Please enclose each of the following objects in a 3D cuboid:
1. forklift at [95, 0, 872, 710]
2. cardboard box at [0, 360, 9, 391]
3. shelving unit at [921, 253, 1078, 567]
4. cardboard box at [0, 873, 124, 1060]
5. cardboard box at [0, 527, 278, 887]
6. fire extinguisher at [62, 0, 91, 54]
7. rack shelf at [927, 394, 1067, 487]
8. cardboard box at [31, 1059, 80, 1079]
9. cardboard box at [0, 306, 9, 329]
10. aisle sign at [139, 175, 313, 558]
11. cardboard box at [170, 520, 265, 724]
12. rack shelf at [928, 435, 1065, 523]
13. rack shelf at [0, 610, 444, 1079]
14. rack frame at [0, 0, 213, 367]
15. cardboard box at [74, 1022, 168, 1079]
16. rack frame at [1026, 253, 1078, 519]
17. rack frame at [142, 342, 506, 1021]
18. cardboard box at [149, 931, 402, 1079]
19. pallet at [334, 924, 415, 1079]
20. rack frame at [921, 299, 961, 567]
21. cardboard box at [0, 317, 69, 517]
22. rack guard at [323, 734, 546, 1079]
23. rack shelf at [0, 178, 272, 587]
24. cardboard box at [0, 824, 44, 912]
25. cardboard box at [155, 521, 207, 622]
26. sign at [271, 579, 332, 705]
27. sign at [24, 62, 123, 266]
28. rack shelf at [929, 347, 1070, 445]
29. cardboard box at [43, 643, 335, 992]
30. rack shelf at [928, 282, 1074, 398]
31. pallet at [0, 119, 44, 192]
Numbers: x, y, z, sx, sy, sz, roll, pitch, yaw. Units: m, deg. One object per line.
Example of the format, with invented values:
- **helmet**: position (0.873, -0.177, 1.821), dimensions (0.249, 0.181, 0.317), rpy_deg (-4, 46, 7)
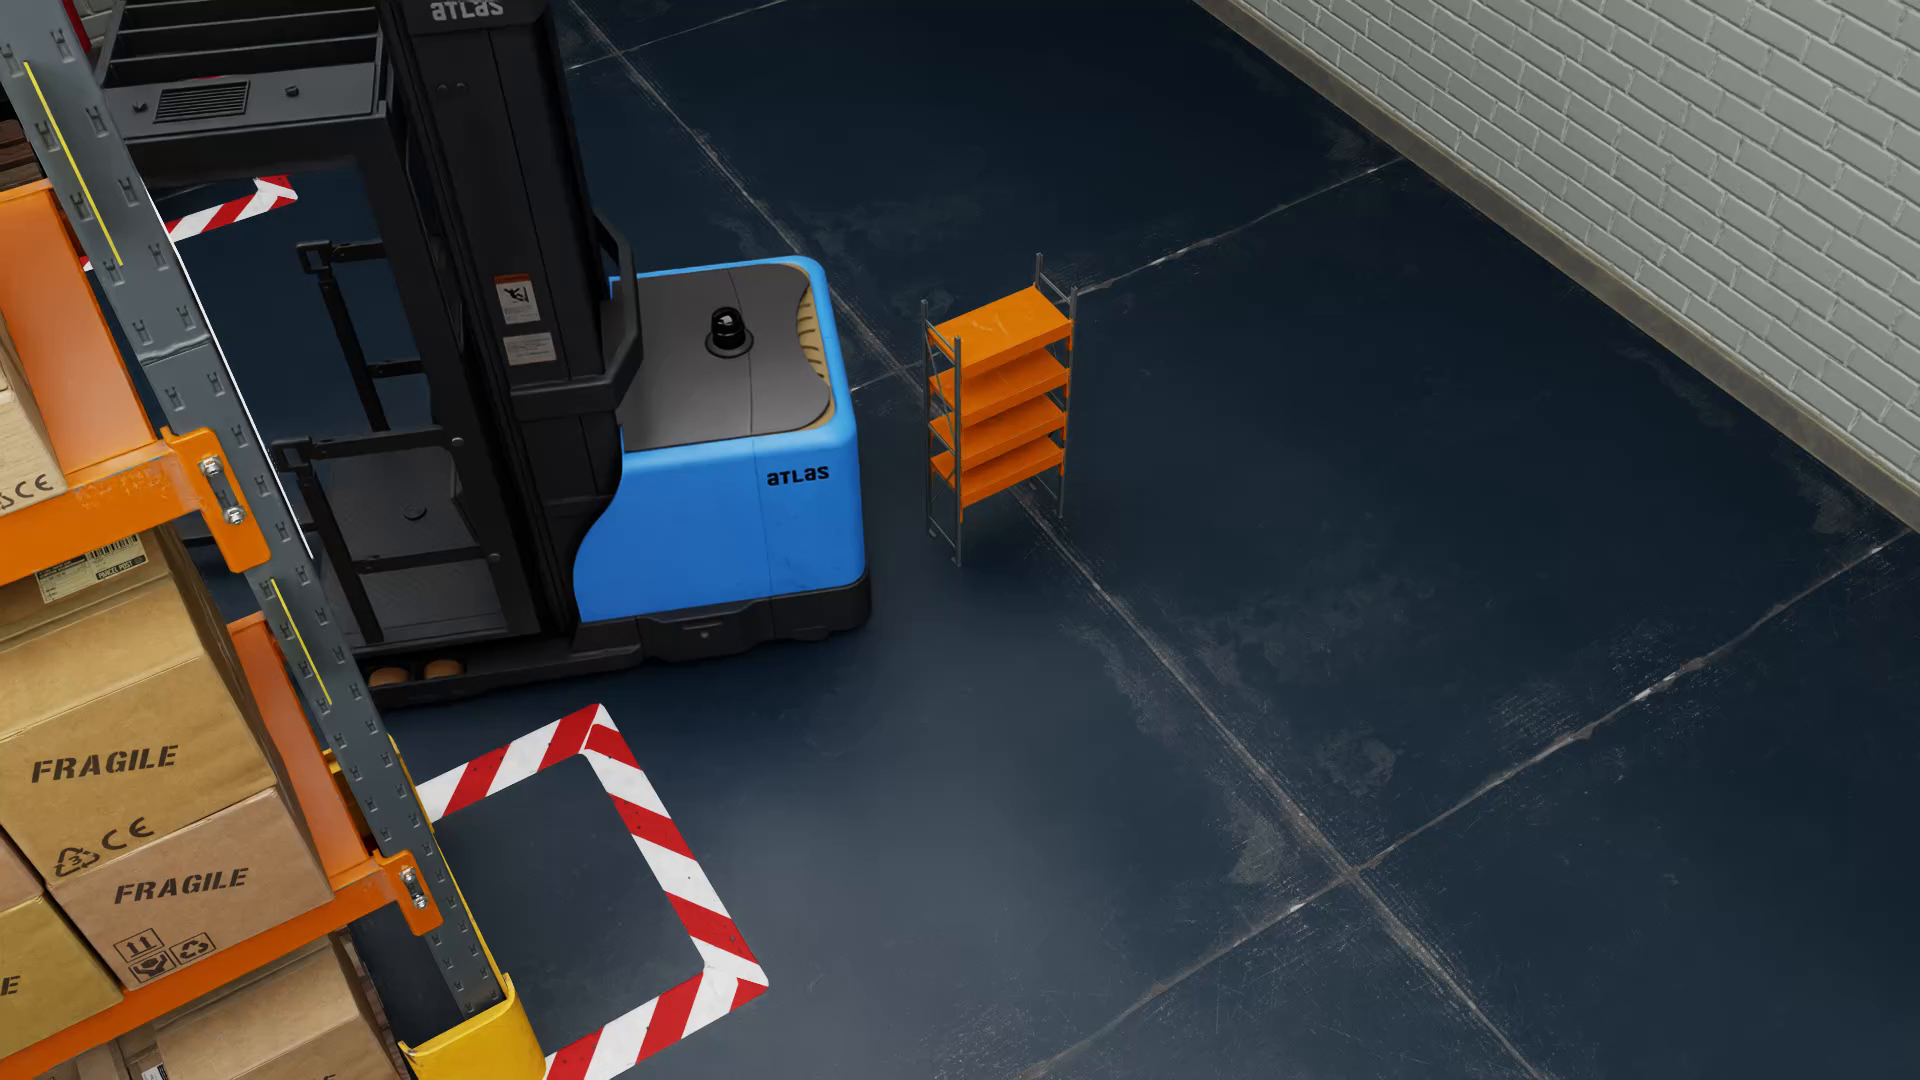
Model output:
- **forklift**: position (-1.906, -0.782, 5.429), dimensions (3.031, 2.935, 1.130), rpy_deg (-8, 49, -7)
- **cardboard box**: position (-1.964, -0.398, 2.799), dimensions (0.500, 0.250, 0.500), rpy_deg (-25, 53, -21)
- **shelving unit**: position (0.140, -0.465, 6.306), dimensions (0.503, 1.200, 0.258), rpy_deg (-25, 53, -21)
- **cardboard box**: position (-2.336, 0.876, 3.840), dimensions (0.500, 0.500, 0.500), rpy_deg (-25, 53, -20)
- **cardboard box**: position (-1.895, 0.335, 3.652), dimensions (0.500, 0.500, 0.500), rpy_deg (-26, 53, -21)
- **fire extinguisher**: position (-3.938, -2.396, 7.122), dimensions (0.183, 0.674, 0.296), rpy_deg (-25, 53, -21)
- **rack shelf**: position (0.140, -0.420, 6.356), dimensions (0.480, 0.148, 0.258), rpy_deg (-25, 53, -21)
- **cardboard box**: position (-2.700, 1.355, 5.027), dimensions (0.500, 0.250, 0.500), rpy_deg (-25, 53, -21)
- **cardboard box**: position (-2.236, -0.554, 3.272), dimensions (0.500, 0.250, 0.500), rpy_deg (-25, 53, -21)
- **aisle sign**: position (-1.444, -0.348, 3.256), dimensions (0.004, 0.787, 0.394), rpy_deg (-25, 53, -21)
- **cardboard box**: position (-2.181, 0.327, 4.329), dimensions (0.500, 0.500, 0.500), rpy_deg (-24, 53, -20)
- **rack shelf**: position (0.140, -0.288, 6.504), dimensions (0.480, 0.148, 0.258), rpy_deg (-25, 53, -21)
- **rack shelf**: position (-3.357, 1.386, 3.934), dimensions (4.000, 0.370, 1.077), rpy_deg (-25, 53, -21)
- **rack frame**: position (-1.666, -1.645, 2.135), dimensions (0.127, 3.000, 1.000), rpy_deg (-25, 53, -21)
- **cardboard box**: position (-2.384, 1.623, 4.844), dimensions (0.250, 0.166, 0.380), rpy_deg (-25, 53, -21)
- **rack frame**: position (0.346, -0.562, 6.393), dimensions (0.015, 1.200, 0.240), rpy_deg (-25, 53, -21)
- **rack frame**: position (-1.666, 0.350, 4.375), dimensions (0.127, 3.000, 1.000), rpy_deg (-25, 53, -21)
- **cardboard box**: position (-1.994, 1.407, 4.813), dimensions (0.500, 0.500, 0.500), rpy_deg (-25, 53, -21)
- **pallet**: position (-2.404, 1.626, 5.106), dimensions (1.213, 0.211, 1.003), rpy_deg (-25, 53, -21)
- **rack frame**: position (-0.066, -0.368, 6.219), dimensions (0.015, 1.200, 0.240), rpy_deg (-25, 53, -21)
- **cardboard box**: position (-1.959, -0.227, 2.980), dimensions (0.500, 0.250, 0.500), rpy_deg (-25, 53, -21)
- **rack guard**: position (-1.730, 1.211, 5.282), dimensions (0.348, 0.500, 1.175), rpy_deg (-25, 53, -21)
- **rack shelf**: position (-3.357, 0.388, 2.814), dimensions (4.000, 0.370, 1.077), rpy_deg (-25, 53, -21)
- **cardboard box**: position (-2.322, 0.537, 3.472), dimensions (0.500, 0.500, 0.500), rpy_deg (-24, 53, -20)
- **cardboard box**: position (-2.181, -0.006, 3.955), dimensions (0.500, 0.500, 0.500), rpy_deg (-24, 52, -20)
- **sign**: position (-1.386, 0.218, 3.505), dimensions (0.005, 0.325, 0.100), rpy_deg (-25, 53, -21)
- **sign**: position (-1.386, -0.584, 2.605), dimensions (0.005, 0.325, 0.100), rpy_deg (-25, 53, -21)
- **rack shelf**: position (0.140, -0.569, 6.189), dimensions (0.480, 0.148, 0.258), rpy_deg (-25, 53, -21)
- **cardboard box**: position (-1.899, 0.667, 4.026), dimensions (0.500, 0.500, 0.500), rpy_deg (-24, 52, -20)
- **rack shelf**: position (0.140, -0.726, 6.013), dimensions (0.480, 0.148, 0.258), rpy_deg (-25, 53, -21)
- **pallet**: position (-4.946, -1.482, 7.874), dimensions (1.213, 0.211, 1.003), rpy_deg (-25, 53, -21)
